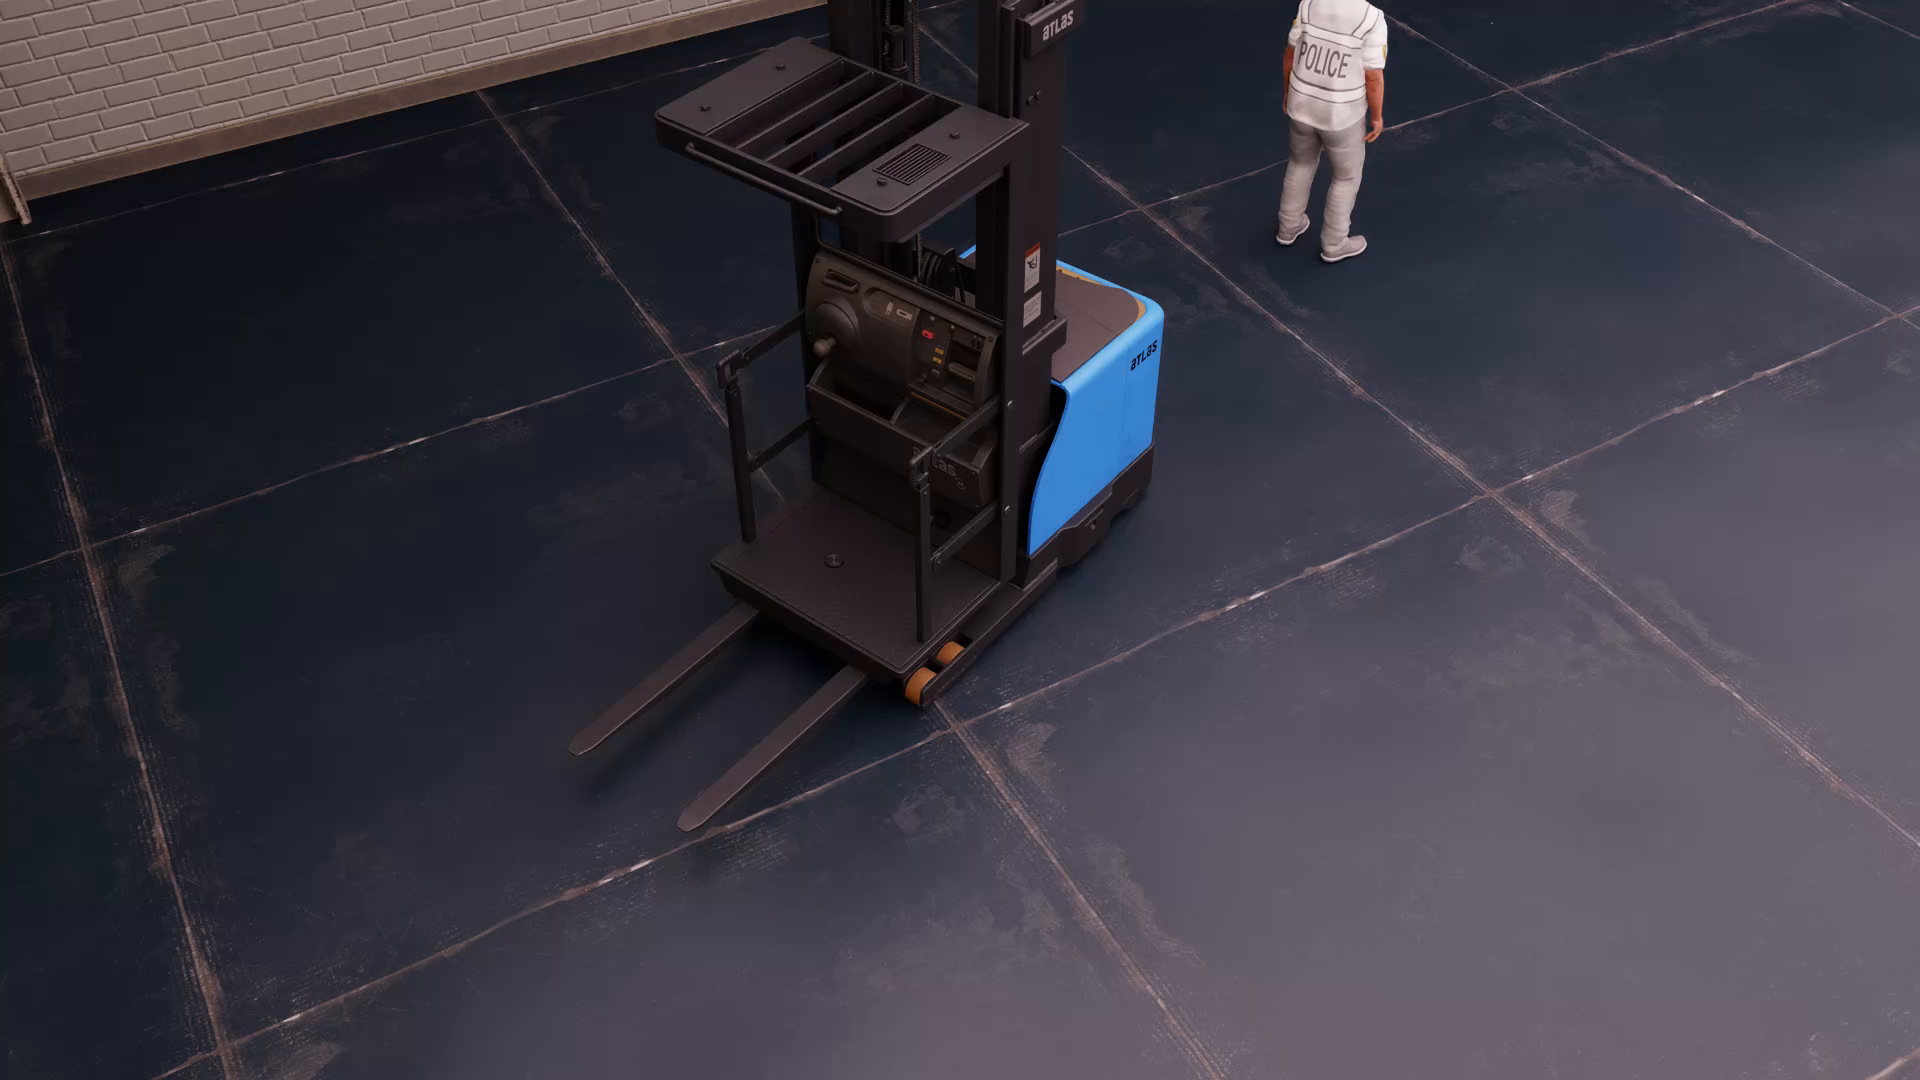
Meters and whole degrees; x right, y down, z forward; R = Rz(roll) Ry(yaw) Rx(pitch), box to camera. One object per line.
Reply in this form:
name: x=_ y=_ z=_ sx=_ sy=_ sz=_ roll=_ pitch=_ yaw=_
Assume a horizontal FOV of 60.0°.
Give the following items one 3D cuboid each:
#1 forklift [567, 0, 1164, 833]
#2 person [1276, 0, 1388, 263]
forklift: x=-0.375 y=-0.749 z=6.505 sx=1.130 sy=2.935 sz=3.031 roll=28 pitch=50 yaw=27
person: x=2.027 y=-2.370 z=9.120 sx=0.603 sy=1.750 sz=0.432 roll=28 pitch=50 yaw=27
